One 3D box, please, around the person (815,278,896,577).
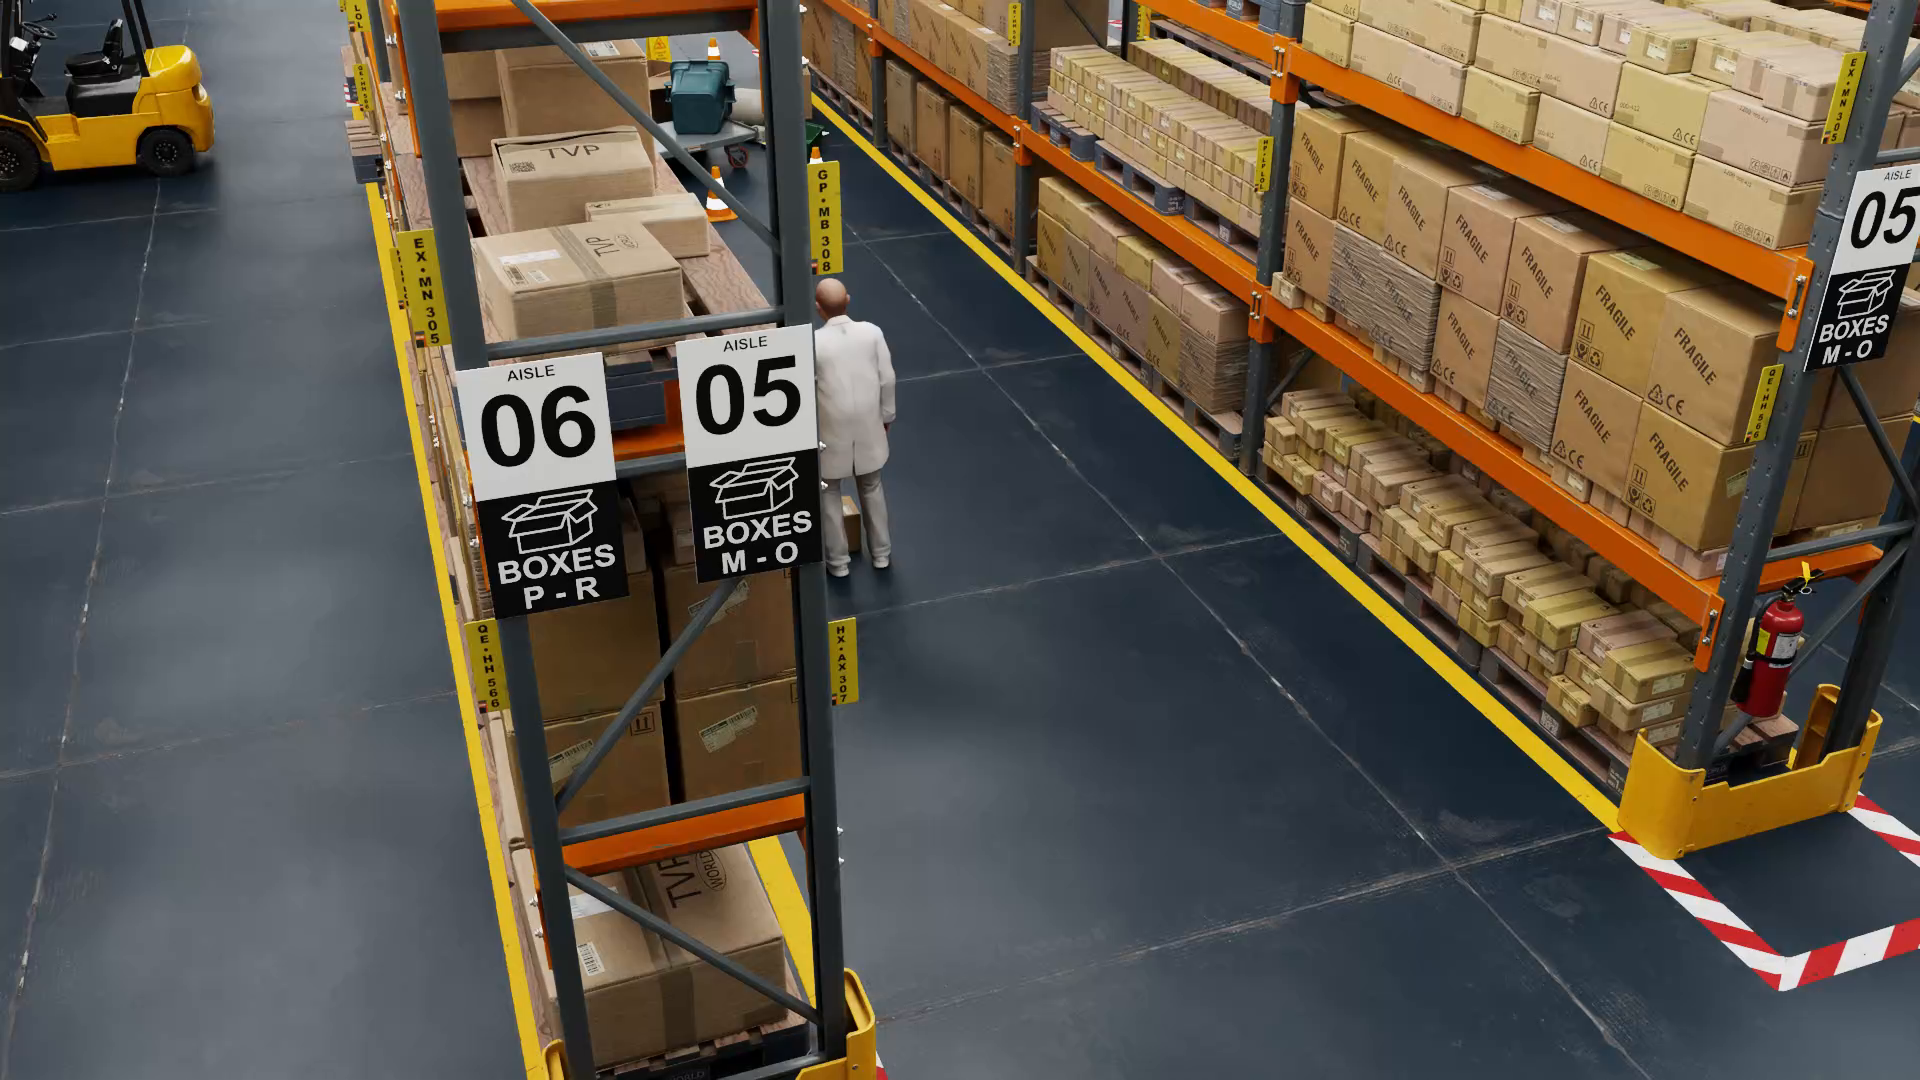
[{"bbox_3d":[-0.672,-0.636,9.492,0.653,1.774,0.423,-12,32,-20],"label":"person"}]
